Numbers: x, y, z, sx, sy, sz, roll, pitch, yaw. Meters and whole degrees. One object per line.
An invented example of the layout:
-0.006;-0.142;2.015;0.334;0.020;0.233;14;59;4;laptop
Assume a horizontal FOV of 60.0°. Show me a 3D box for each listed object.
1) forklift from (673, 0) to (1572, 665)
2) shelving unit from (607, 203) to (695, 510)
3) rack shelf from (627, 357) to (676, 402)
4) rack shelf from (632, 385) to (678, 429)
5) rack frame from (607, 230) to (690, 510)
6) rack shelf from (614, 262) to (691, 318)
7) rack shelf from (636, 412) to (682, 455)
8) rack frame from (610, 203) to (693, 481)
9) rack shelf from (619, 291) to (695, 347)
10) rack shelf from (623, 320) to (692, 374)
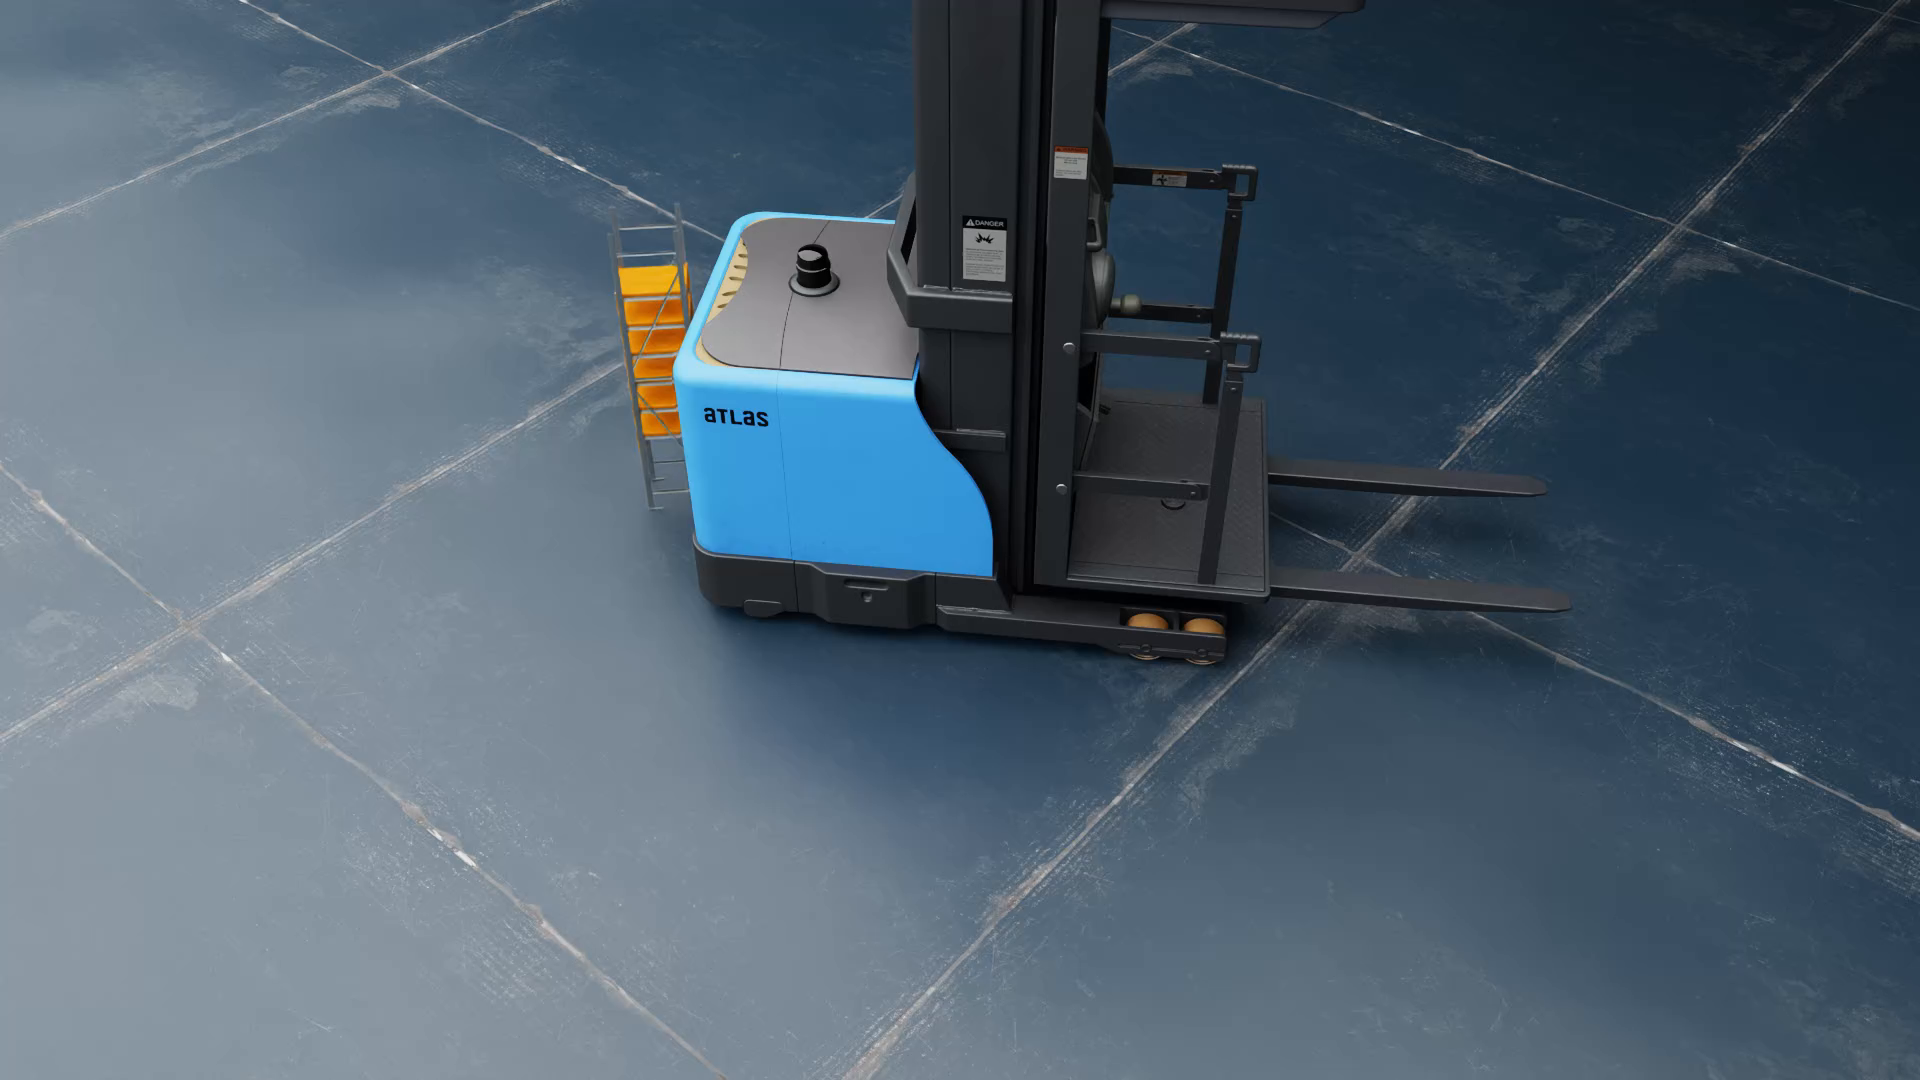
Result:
0.622;-1.033;5.207;3.031;2.935;1.130;5;42;5;forklift
-1.079;-0.639;6.056;0.258;1.200;0.189;-4;41;-5;shelving unit
-1.079;-0.605;6.085;0.258;0.103;0.180;-4;41;-5;rack shelf
-1.079;-0.514;6.162;0.258;0.103;0.180;-4;41;-5;rack shelf
-1.069;-0.580;5.987;0.240;1.200;0.006;-4;41;-5;rack frame
-1.078;-0.879;5.851;0.258;0.103;0.180;-4;41;-5;rack shelf
-1.080;-0.423;6.240;0.258;0.103;0.180;-4;41;-5;rack shelf
-1.089;-0.698;6.125;0.240;1.200;0.006;-4;41;-5;rack frame
-1.078;-0.788;5.929;0.258;0.103;0.180;-4;41;-5;rack shelf
-1.079;-0.696;6.007;0.258;0.103;0.180;-4;41;-5;rack shelf
